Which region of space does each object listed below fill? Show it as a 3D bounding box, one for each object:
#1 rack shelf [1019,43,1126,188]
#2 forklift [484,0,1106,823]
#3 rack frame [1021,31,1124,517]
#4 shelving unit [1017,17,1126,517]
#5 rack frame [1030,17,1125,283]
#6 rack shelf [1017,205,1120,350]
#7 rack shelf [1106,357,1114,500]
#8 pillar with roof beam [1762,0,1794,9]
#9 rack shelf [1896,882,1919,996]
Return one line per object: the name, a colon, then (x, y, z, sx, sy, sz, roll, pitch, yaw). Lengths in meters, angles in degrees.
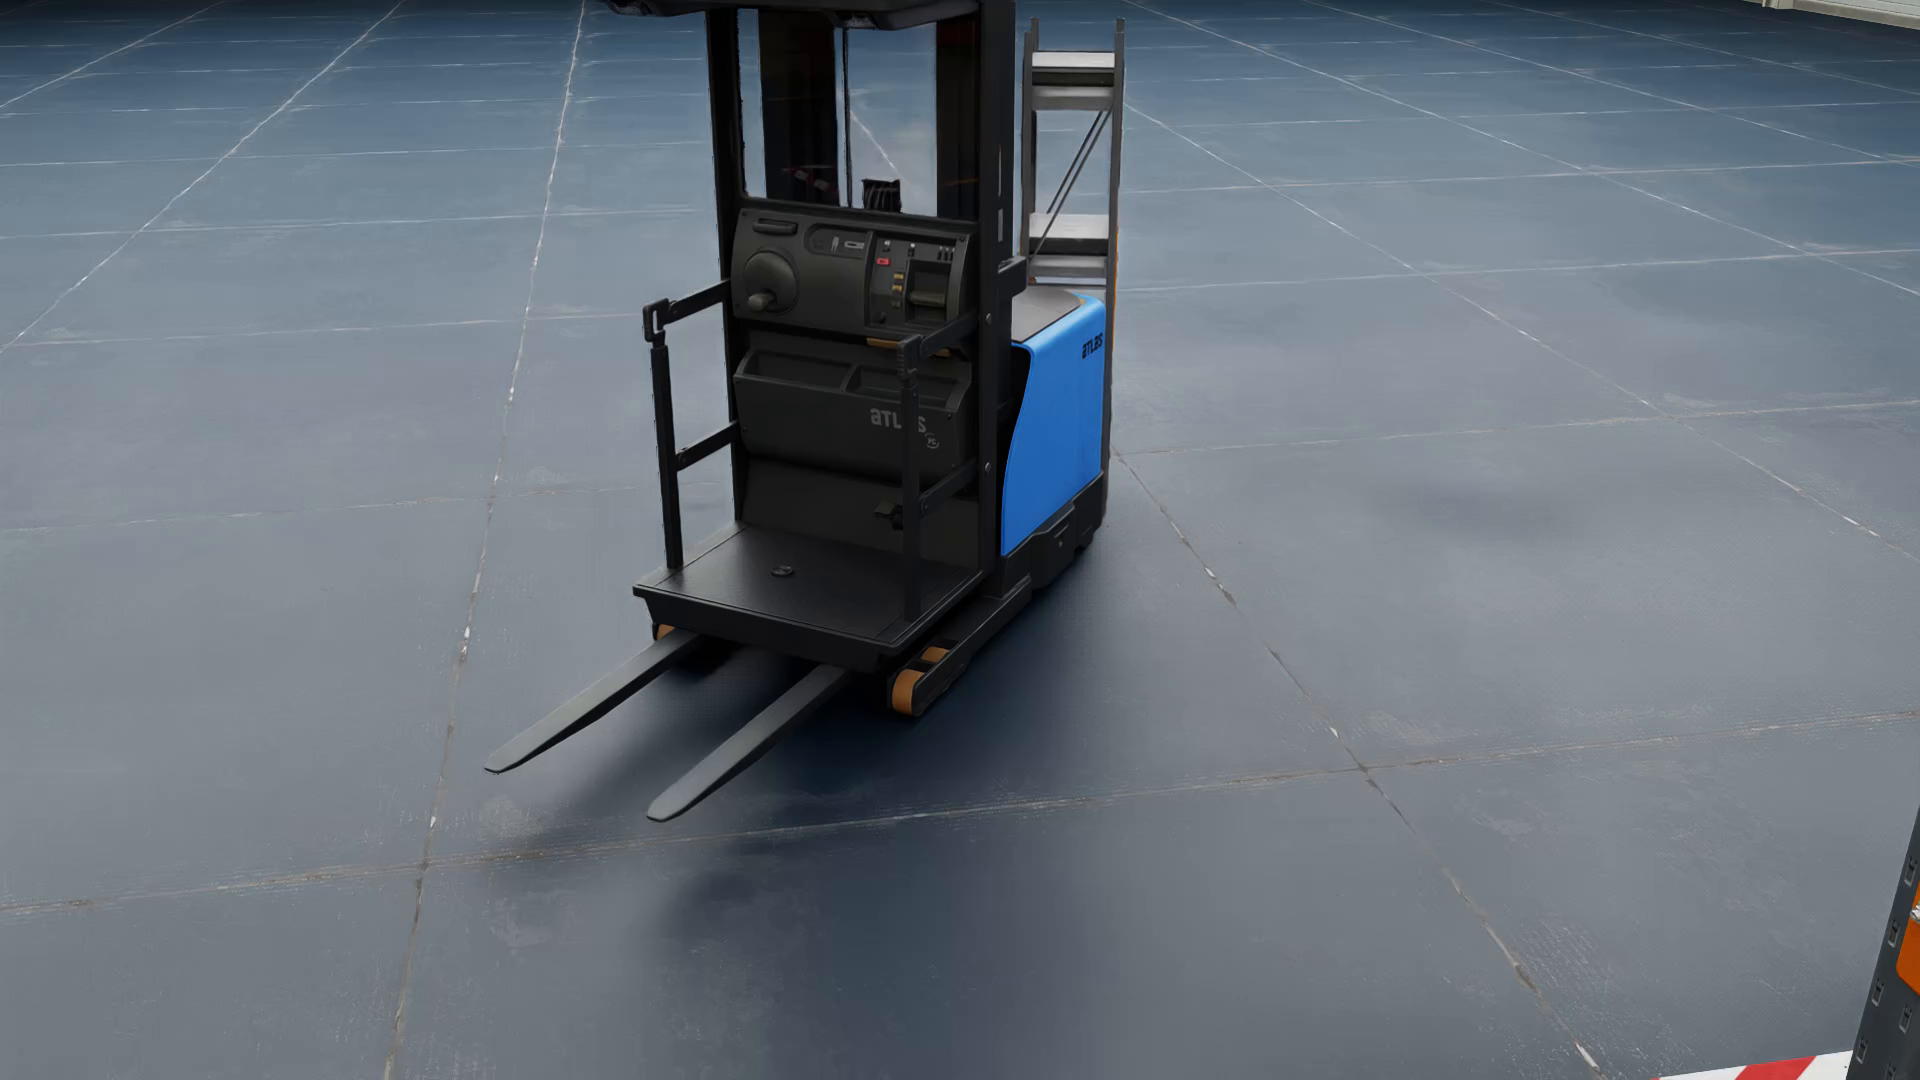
rack shelf: (0.481, -1.804, 7.042, 0.431, 0.518, 0.480, 2, 24, 5)
forklift: (-0.490, -0.924, 5.704, 1.130, 2.935, 3.031, 11, 26, 24)
rack frame: (0.458, -1.078, 7.094, 0.400, 2.100, 0.015, 2, 24, 5)
shelving unit: (0.481, -1.175, 7.317, 0.431, 2.100, 0.503, 2, 24, 5)
rack frame: (0.504, -1.272, 7.539, 0.400, 2.100, 0.015, 2, 24, 5)
rack shelf: (0.481, -1.162, 7.322, 0.431, 0.518, 0.480, 2, 24, 5)
rack shelf: (0.481, -0.521, 7.602, 0.431, 0.518, 0.480, 2, 24, 5)
pillar with roof beam: (9.130, -12.503, 24.634, 9.100, 9.000, 0.400, -4, 24, -10)
rack shelf: (2.586, 1.373, 1.258, 1.077, 0.370, 4.000, -4, 24, -10)
